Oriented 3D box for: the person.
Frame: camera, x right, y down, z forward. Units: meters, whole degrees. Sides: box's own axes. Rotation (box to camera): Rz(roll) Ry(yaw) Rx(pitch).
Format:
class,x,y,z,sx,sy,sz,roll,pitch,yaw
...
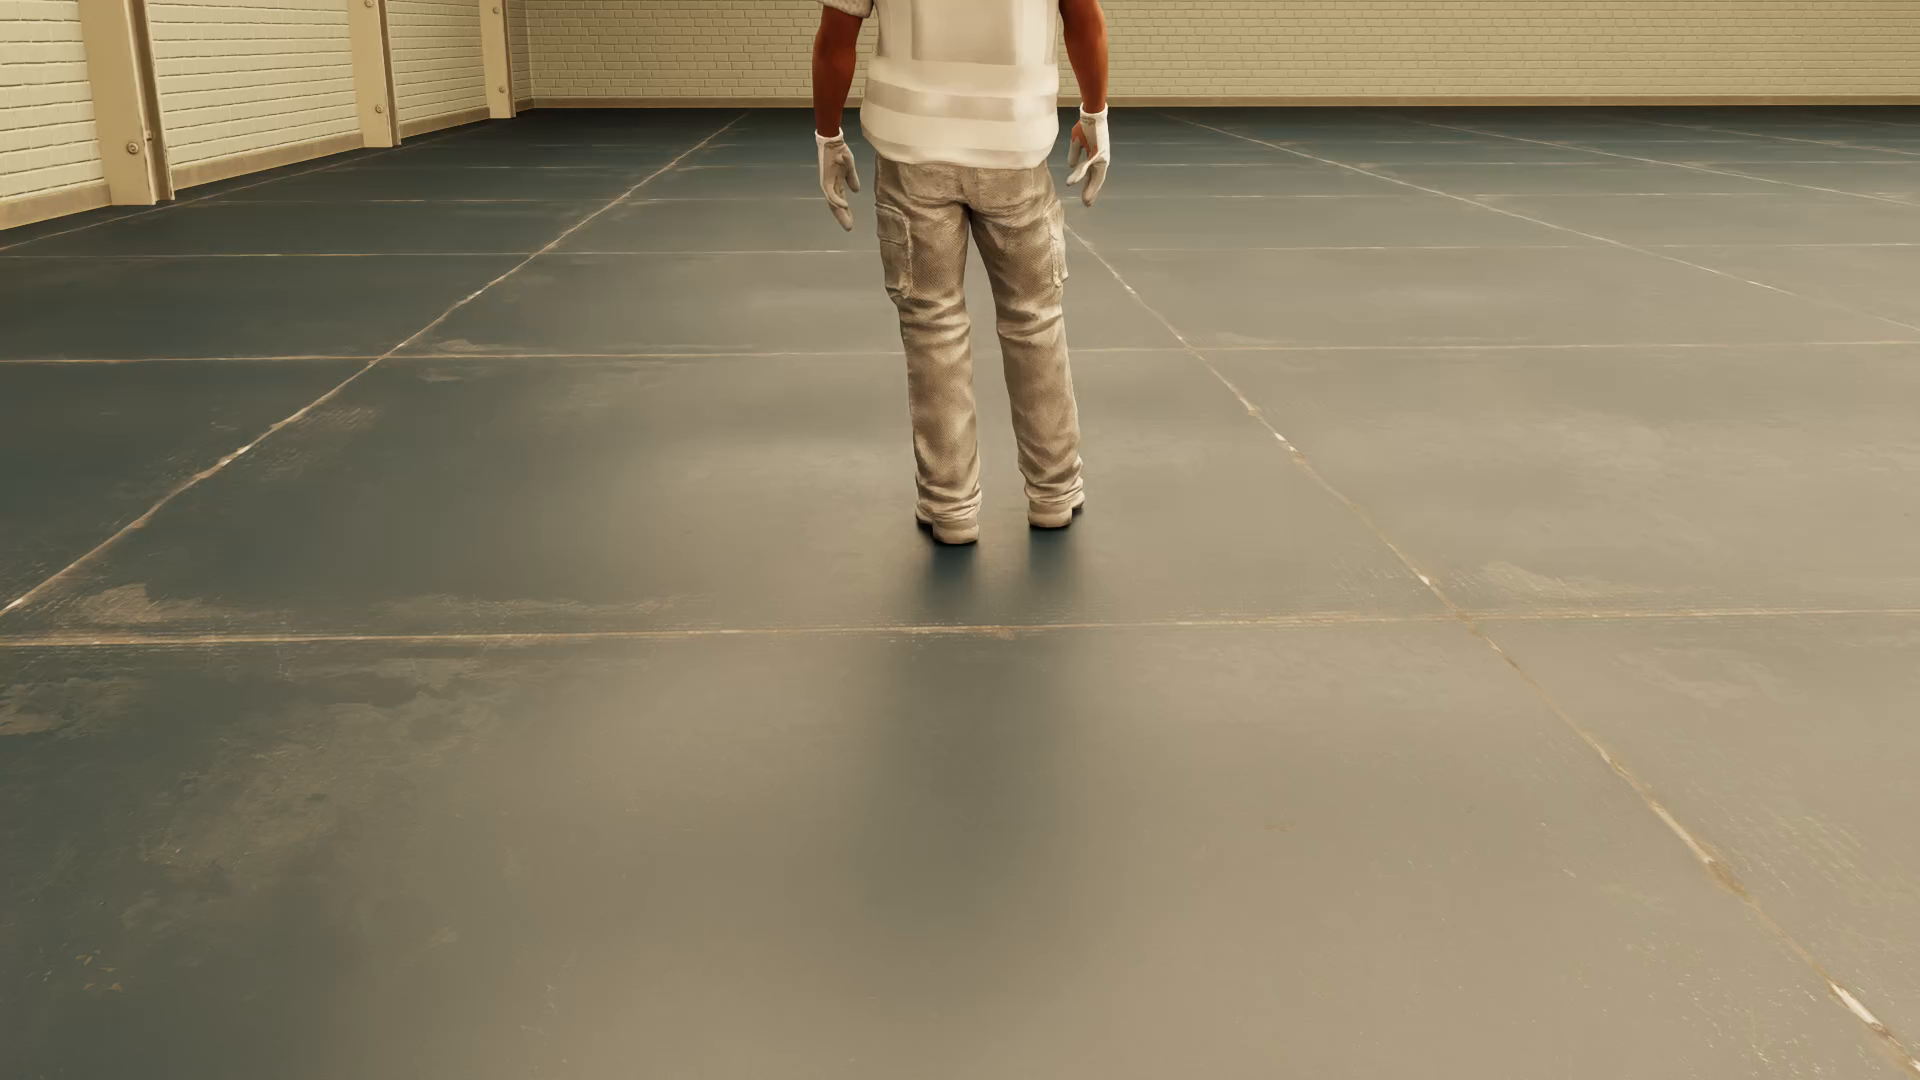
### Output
class,x,y,z,sx,sy,sz,roll,pitch,yaw
person,0.006,-0.881,3.724,0.656,1.782,0.577,-1,17,-3
